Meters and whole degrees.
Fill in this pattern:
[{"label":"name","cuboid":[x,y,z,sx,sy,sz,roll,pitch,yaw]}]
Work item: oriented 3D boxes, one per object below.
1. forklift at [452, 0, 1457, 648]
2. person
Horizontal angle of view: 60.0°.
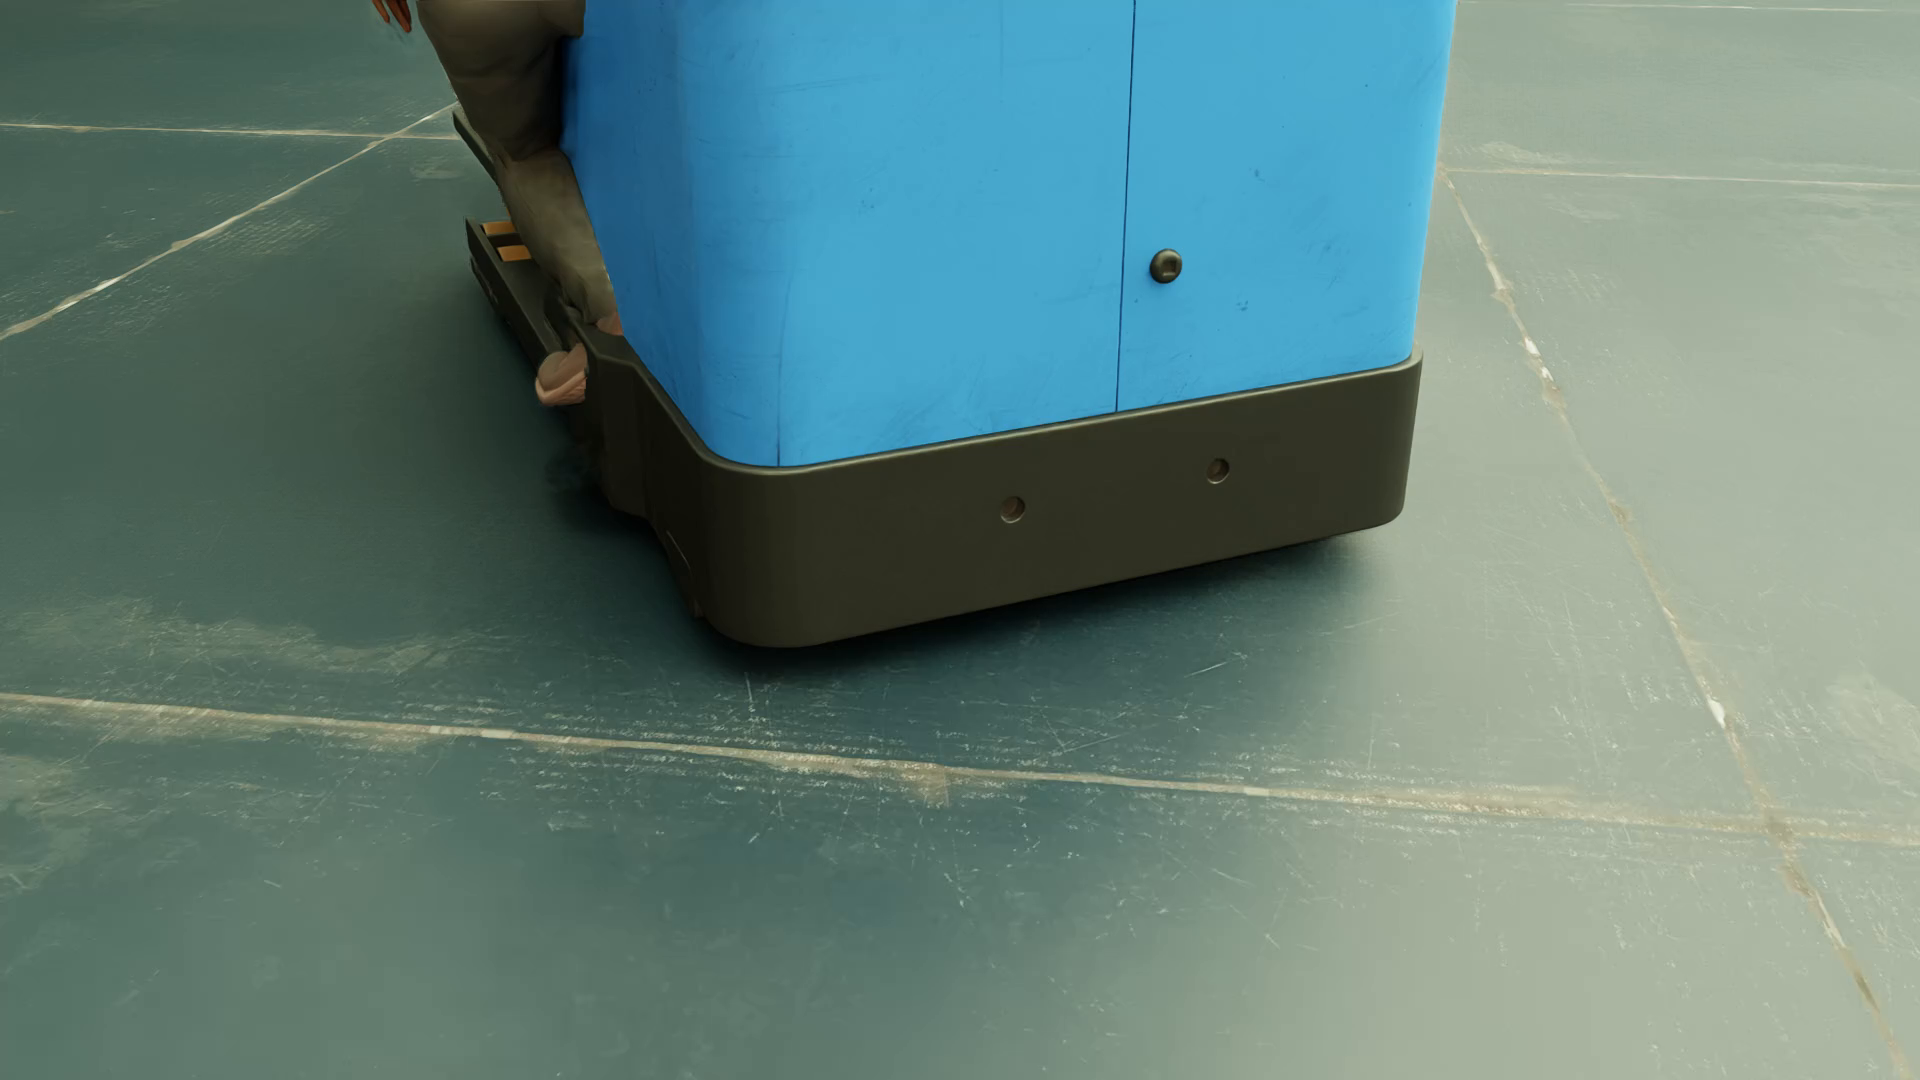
[{"label":"forklift","cuboid":[-0.396,-1.810,2.845,1.130,2.935,3.031,-11,29,-21]},{"label":"person","cuboid":[-0.503,-0.938,2.424,0.711,1.463,0.688,0,27,-1]}]
